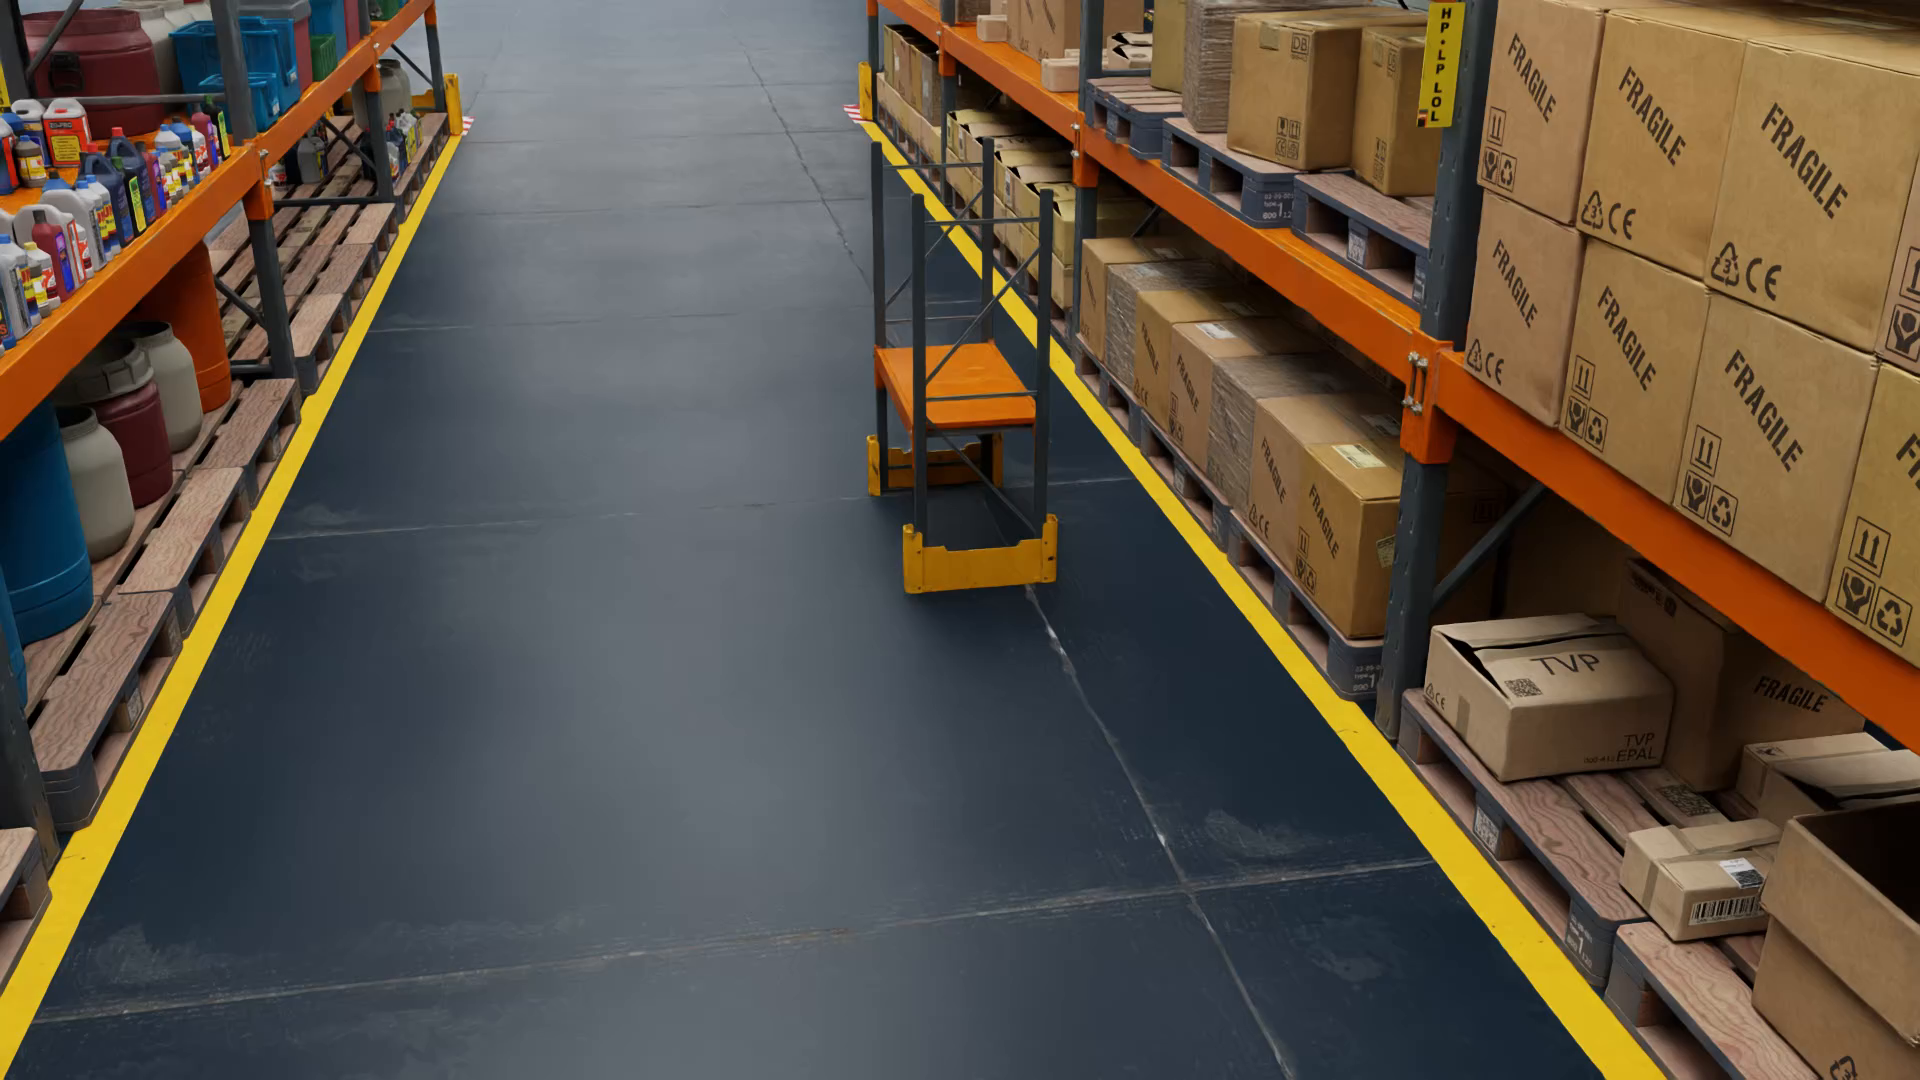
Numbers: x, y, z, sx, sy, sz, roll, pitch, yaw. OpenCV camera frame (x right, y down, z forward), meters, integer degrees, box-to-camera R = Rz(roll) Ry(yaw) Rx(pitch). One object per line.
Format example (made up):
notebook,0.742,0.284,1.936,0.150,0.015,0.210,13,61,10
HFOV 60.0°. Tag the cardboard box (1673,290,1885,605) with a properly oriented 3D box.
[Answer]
cardboard box,1.855,-0.218,3.375,0.500,0.500,0.500,-4,24,-10

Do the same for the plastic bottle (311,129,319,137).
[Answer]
plastic bottle,-4.909,-2.981,12.672,0.061,0.283,0.133,-4,24,-10

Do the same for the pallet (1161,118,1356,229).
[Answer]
pallet,1.465,-1.511,6.702,1.003,0.211,1.213,-4,24,-10

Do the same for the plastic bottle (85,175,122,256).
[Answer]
plastic bottle,-2.966,-1.118,5.723,0.097,0.271,0.097,0,24,0

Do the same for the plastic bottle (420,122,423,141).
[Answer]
plastic bottle,-4.476,-3.375,13.676,0.097,0.201,0.097,0,24,0

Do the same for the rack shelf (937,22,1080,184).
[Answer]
rack shelf,0.731,-2.821,10.360,1.077,0.370,4.000,-4,24,-10

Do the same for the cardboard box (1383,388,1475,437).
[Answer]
cardboard box,1.881,-0.264,6.180,0.500,0.500,0.500,-4,24,-9

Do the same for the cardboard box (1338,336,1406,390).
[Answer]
cardboard box,1.806,-0.792,6.452,0.500,0.250,0.500,-4,24,-10

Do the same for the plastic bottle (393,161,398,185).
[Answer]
plastic bottle,-4.154,-2.689,12.106,0.097,0.201,0.097,0,24,0

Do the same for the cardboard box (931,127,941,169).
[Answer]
cardboard box,0.061,-3.036,12.864,0.500,0.250,0.500,-4,24,-10

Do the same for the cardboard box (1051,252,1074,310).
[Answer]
cardboard box,0.764,-1.485,9.313,0.500,0.250,0.500,-4,24,-8

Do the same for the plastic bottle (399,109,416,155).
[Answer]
plastic bottle,-4.396,-3.223,13.141,0.144,0.351,0.185,-3,24,-8

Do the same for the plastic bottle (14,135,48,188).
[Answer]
plastic bottle,-3.800,-1.548,6.795,0.097,0.201,0.097,0,24,0

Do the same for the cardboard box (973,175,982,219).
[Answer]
cardboard box,0.384,-2.288,11.151,0.500,0.250,0.500,-5,24,-11

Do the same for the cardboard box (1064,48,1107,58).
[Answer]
cardboard box,0.810,-2.746,9.604,0.380,0.149,0.250,-3,24,-6

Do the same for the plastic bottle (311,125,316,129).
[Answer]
plastic bottle,-5.136,-3.186,13.157,0.097,0.271,0.097,0,24,0

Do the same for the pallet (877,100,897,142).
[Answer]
pallet,-0.196,-3.935,15.496,1.003,0.211,1.213,-4,24,-10

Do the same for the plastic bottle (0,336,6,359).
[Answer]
plastic bottle,-2.740,-0.607,4.639,0.097,0.201,0.097,0,24,0

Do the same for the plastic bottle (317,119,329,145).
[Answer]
plastic bottle,-5.218,-3.360,13.556,0.097,0.271,0.097,0,24,0

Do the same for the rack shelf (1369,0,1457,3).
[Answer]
rack shelf,4.859,-4.762,14.805,1.077,0.370,4.000,-4,24,-10

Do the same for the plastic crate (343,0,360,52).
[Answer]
plastic crate,-4.117,-3.434,10.784,0.402,0.464,0.583,-4,24,-10

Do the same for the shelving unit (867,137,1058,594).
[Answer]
shelving unit,-0.014,-0.717,6.518,0.587,1.500,1.083,-4,24,-10

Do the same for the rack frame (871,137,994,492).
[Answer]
rack frame,-0.110,-0.921,6.984,0.500,1.500,0.032,-4,24,-10

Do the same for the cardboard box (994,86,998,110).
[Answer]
cardboard box,0.483,-3.615,13.253,0.500,0.500,0.500,-4,24,-10

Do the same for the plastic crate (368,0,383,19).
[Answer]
plastic crate,-4.479,-3.759,11.686,0.767,0.338,0.504,-4,24,-10

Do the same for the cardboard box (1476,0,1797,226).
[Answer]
cardboard box,1.652,-1.088,4.120,0.500,0.500,0.500,-4,24,-8

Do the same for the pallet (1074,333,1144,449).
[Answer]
pallet,1.202,-0.789,8.294,1.003,0.211,1.213,-4,24,-10

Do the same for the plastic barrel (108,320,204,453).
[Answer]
plastic barrel,-3.468,-0.644,7.061,0.421,0.512,0.421,0,24,0

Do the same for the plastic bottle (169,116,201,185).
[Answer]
plastic bottle,-3.191,-1.598,6.822,0.097,0.271,0.097,0,24,0

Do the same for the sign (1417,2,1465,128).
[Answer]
sign,1.296,-1.279,4.483,0.100,0.325,0.005,-4,24,-10

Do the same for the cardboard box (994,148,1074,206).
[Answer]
cardboard box,0.479,-2.341,10.572,0.500,0.311,0.500,-4,24,-8

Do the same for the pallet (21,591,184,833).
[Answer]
pallet,-3.129,0.546,5.236,1.003,0.211,1.213,-4,24,-10

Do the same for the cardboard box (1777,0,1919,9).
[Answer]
cardboard box,2.189,-1.115,4.180,0.500,0.500,0.500,-4,24,-9

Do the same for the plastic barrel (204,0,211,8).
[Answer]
plastic barrel,-4.410,-2.953,9.594,0.433,0.535,0.433,0,24,0

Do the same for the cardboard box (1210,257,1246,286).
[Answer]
cardboard box,1.505,-1.069,8.024,0.500,0.500,0.500,-3,24,-8

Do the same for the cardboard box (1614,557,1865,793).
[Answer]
cardboard box,2.225,0.357,4.759,0.500,0.500,0.500,-4,24,-10

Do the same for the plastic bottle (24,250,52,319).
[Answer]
plastic bottle,-2.819,-0.774,5.024,0.097,0.201,0.097,0,24,0

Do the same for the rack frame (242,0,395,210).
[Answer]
rack frame,-4.507,-3.572,11.181,1.000,3.000,0.127,-4,24,-10

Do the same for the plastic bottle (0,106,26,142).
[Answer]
plastic bottle,-4.011,-1.698,7.051,0.097,0.271,0.097,0,24,0

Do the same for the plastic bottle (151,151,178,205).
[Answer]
plastic bottle,-3.119,-1.413,6.485,0.097,0.201,0.097,0,24,0

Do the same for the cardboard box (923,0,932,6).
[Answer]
cardboard box,0.080,-4.562,13.322,0.700,0.500,0.500,-4,24,-9

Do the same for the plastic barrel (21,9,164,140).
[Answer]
plastic barrel,-4.151,-2.221,7.918,0.600,0.536,0.708,-4,24,-10

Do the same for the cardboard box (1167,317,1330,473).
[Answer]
cardboard box,1.196,-0.612,6.976,0.500,0.500,0.500,-5,24,-12

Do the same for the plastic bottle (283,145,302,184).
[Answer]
plastic bottle,-4.909,-2.792,12.154,0.144,0.351,0.185,-5,24,-11

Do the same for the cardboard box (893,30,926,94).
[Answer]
cardboard box,-0.298,-4.167,14.517,0.500,0.500,0.500,-4,24,-10

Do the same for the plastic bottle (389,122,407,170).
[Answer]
plastic bottle,-4.283,-2.982,12.590,0.144,0.351,0.185,-5,24,-12

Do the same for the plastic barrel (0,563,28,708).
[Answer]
plastic barrel,-3.112,0.129,4.805,0.600,0.901,0.708,-4,24,-10

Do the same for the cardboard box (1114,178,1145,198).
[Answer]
cardboard box,1.188,-1.987,9.762,0.500,0.311,0.500,-5,24,-11

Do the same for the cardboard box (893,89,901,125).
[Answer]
cardboard box,-0.309,-3.822,14.665,0.500,0.250,0.500,-4,24,-10

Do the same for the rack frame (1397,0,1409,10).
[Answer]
rack frame,4.489,-5.879,16.462,1.000,3.000,0.127,-4,24,-10

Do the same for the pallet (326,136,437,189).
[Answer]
pallet,-4.819,-3.042,13.452,1.003,0.211,1.213,-4,24,-10

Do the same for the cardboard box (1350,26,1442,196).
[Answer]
cardboard box,1.784,-1.497,5.781,0.700,0.500,0.500,-1,24,-1

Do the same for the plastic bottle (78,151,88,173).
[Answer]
plastic bottle,-3.169,-1.285,6.090,0.061,0.283,0.133,-4,24,-10

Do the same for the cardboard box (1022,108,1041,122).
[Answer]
cardboard box,0.718,-2.988,12.055,0.500,0.311,0.500,-4,24,-10

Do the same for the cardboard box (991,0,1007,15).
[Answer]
cardboard box,0.496,-3.678,11.611,0.500,0.250,0.500,-3,24,-6

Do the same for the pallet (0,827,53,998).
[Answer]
pallet,-2.854,1.139,3.879,1.003,0.211,1.213,-4,24,-10

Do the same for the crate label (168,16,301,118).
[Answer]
crate label,-3.685,-2.426,8.512,0.502,0.435,0.616,-4,24,-10

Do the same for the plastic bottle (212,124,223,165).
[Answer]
plastic bottle,-3.270,-1.733,7.219,0.097,0.201,0.097,0,24,0
